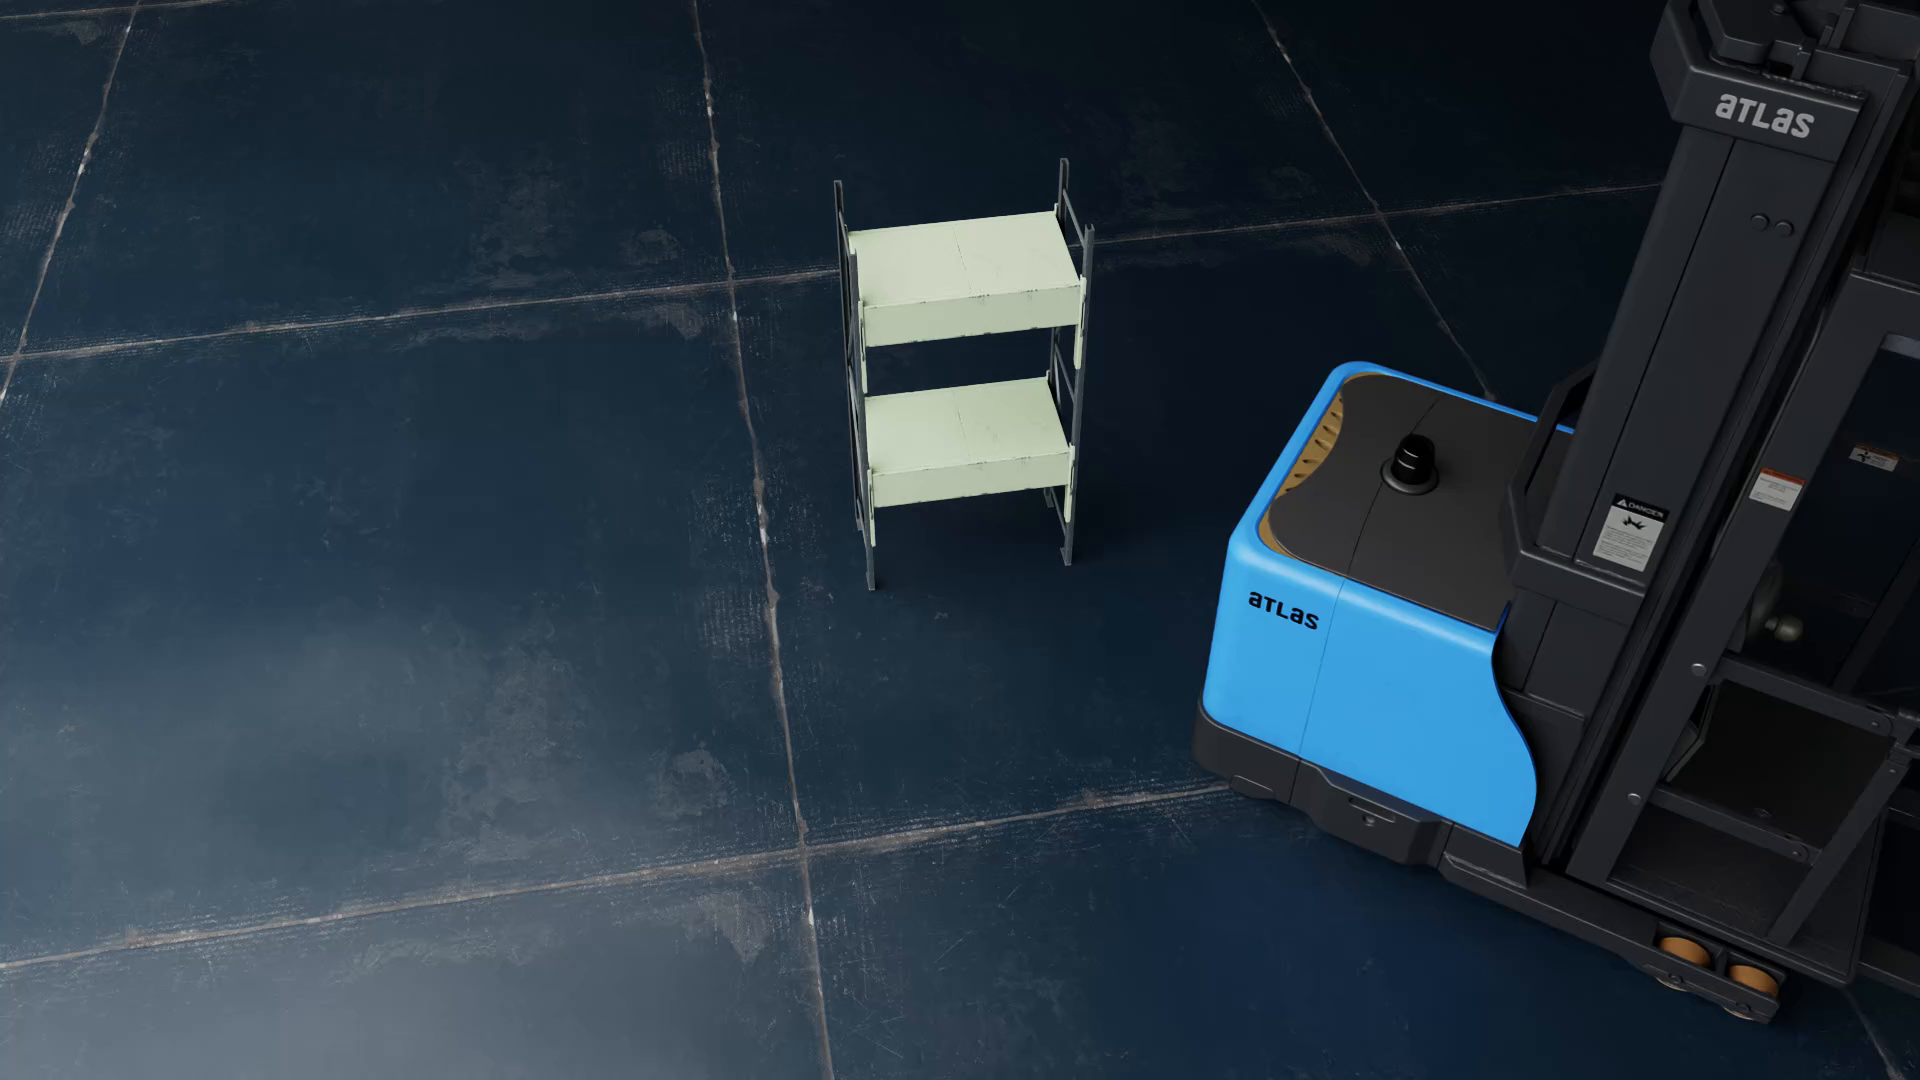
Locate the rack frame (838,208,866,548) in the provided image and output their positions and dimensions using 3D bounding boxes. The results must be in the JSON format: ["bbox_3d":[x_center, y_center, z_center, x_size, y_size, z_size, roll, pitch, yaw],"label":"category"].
[{"bbox_3d":[-0.354,-0.477,5.668,0.010,1.308,0.380,-7,46,-7],"label":"rack frame"}]

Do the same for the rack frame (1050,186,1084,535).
[{"bbox_3d":[0.367,-0.567,5.755,0.010,1.308,0.380,-7,46,-7],"label":"rack frame"}]

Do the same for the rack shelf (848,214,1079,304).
[{"bbox_3d":[0.007,-0.885,5.334,0.686,0.052,0.368,-7,46,-7],"label":"rack shelf"}]

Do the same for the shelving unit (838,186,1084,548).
[{"bbox_3d":[0.006,-0.522,5.712,0.742,1.308,0.380,-7,46,-7],"label":"shelving unit"}]

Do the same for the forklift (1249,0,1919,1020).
[{"bbox_3d":[2.297,-0.045,4.258,3.031,2.935,1.109,22,50,20],"label":"forklift"}]
